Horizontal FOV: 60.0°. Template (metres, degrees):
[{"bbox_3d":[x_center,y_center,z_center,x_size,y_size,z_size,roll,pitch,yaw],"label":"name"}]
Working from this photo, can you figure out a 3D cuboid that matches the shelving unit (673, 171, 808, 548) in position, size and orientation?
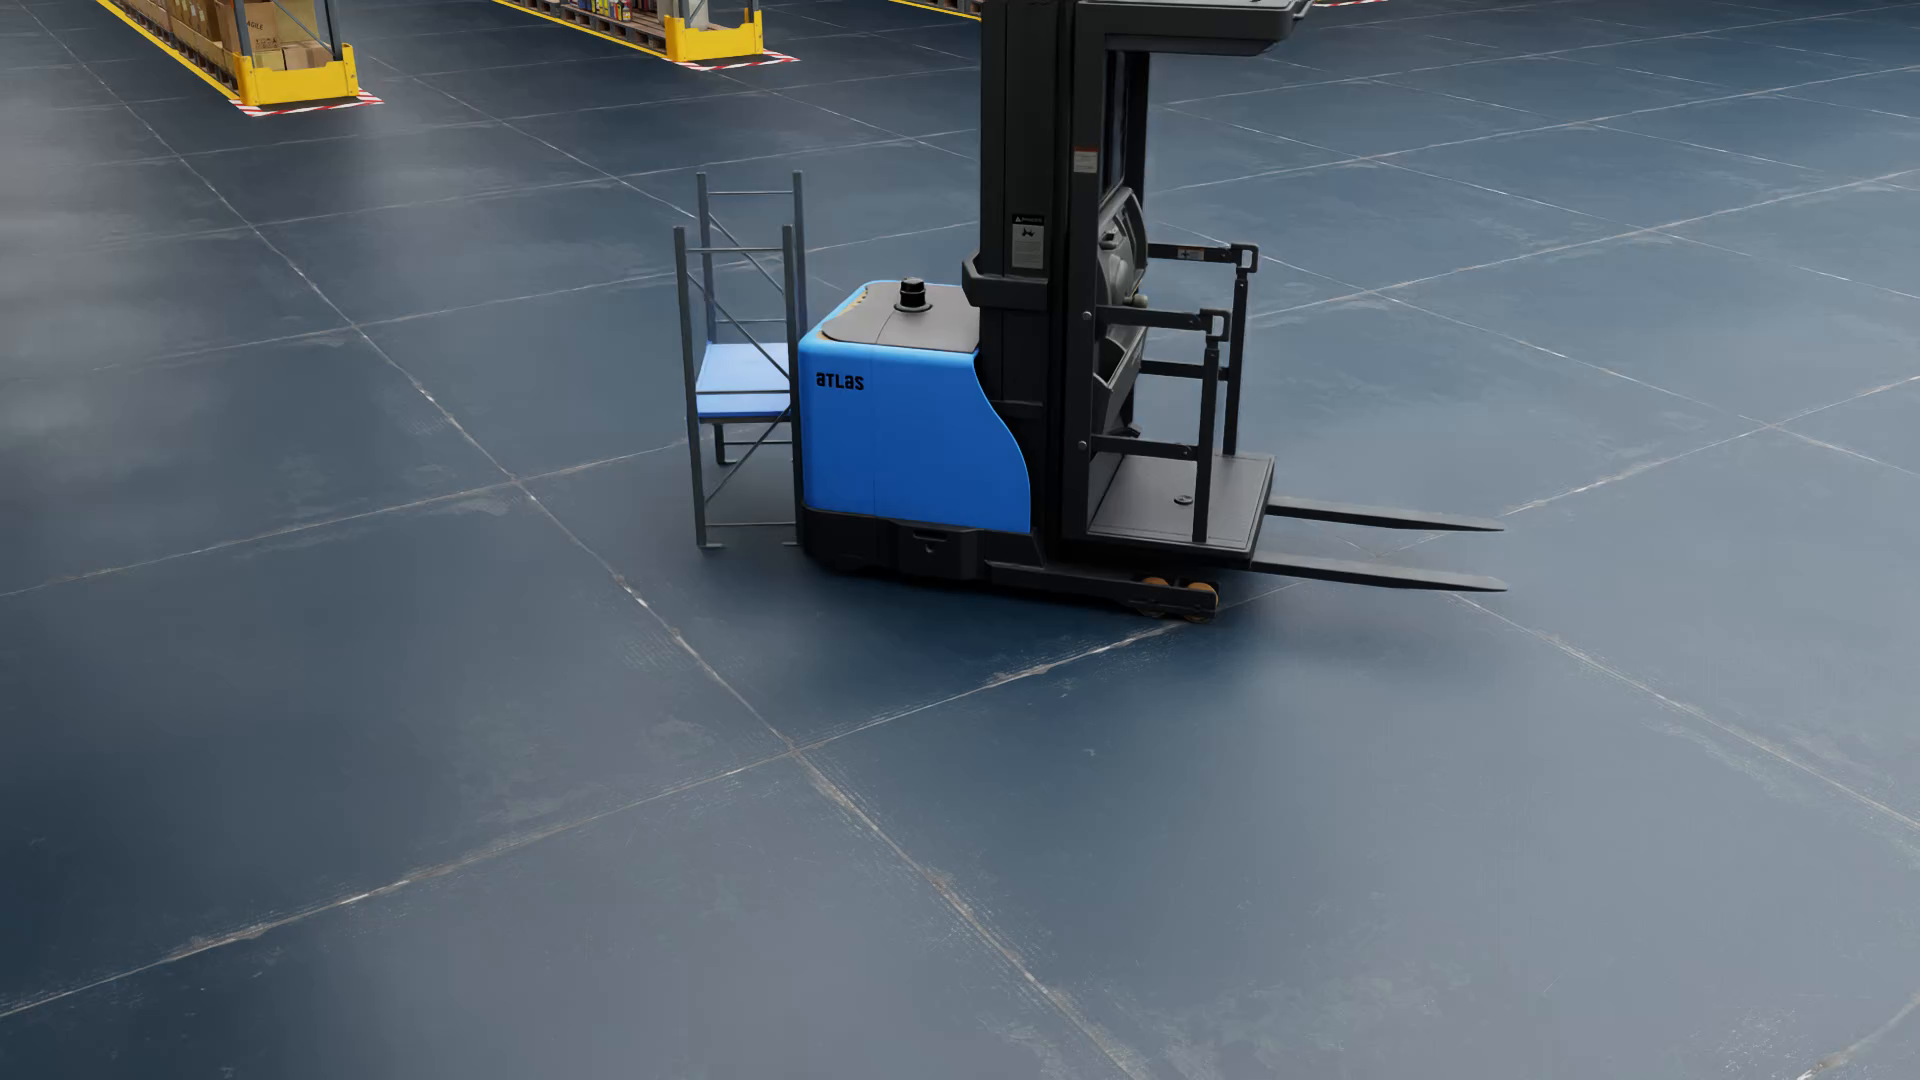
[{"bbox_3d":[-0.986,-0.869,7.834,0.538,1.500,1.048,-1,25,-2],"label":"shelving unit"}]

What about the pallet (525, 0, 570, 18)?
[{"bbox_3d":[-5.535,-7.673,23.756,1.003,0.211,1.213,-16,29,-30],"label":"pallet"}]

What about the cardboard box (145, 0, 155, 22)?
[{"bbox_3d":[-10.250,-6.900,21.582,0.500,0.250,0.500,-15,29,-28],"label":"cardboard box"}]

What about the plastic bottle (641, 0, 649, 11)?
[{"bbox_3d":[-4.204,-7.201,22.157,0.061,0.283,0.133,-16,29,-30],"label":"plastic bottle"}]

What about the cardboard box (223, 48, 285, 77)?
[{"bbox_3d":[-7.583,-5.148,17.870,0.500,0.250,0.500,-16,29,-30],"label":"cardboard box"}]

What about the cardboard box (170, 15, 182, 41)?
[{"bbox_3d":[-9.227,-6.219,20.139,0.500,0.250,0.500,-16,29,-30],"label":"cardboard box"}]

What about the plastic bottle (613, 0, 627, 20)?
[{"bbox_3d":[-4.375,-6.850,21.421,0.152,0.276,0.135,-15,29,-29],"label":"plastic bottle"}]

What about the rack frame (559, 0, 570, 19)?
[{"bbox_3d":[-5.074,-8.662,22.585,1.000,3.000,0.127,-16,29,-30],"label":"rack frame"}]

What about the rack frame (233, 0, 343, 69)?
[{"bbox_3d":[-7.043,-6.078,17.112,1.000,3.000,0.127,-16,29,-30],"label":"rack frame"}]

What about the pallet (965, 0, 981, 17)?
[{"bbox_3d":[0.804,-7.450,23.285,1.003,0.211,1.213,-16,29,-30],"label":"pallet"}]

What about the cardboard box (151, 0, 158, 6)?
[{"bbox_3d":[-9.977,-6.972,21.077,0.500,0.311,0.500,-15,29,-28],"label":"cardboard box"}]

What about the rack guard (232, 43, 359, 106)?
[{"bbox_3d":[-7.030,-4.939,17.627,1.175,0.500,0.348,-16,29,-30],"label":"rack guard"}]

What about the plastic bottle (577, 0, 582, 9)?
[{"bbox_3d":[-5.068,-7.304,22.383,0.152,0.276,0.135,-14,29,-28],"label":"plastic bottle"}]

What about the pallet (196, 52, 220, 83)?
[{"bbox_3d":[-8.157,-5.517,19.189,1.003,0.211,1.213,-16,29,-30],"label":"pallet"}]

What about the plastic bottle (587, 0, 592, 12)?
[{"bbox_3d":[-4.878,-7.210,22.097,0.144,0.351,0.185,-17,30,-32],"label":"plastic bottle"}]

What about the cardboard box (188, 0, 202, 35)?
[{"bbox_3d":[-8.415,-6.020,18.838,0.500,0.500,0.500,-16,29,-30],"label":"cardboard box"}]

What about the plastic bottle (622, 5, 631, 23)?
[{"bbox_3d":[-4.261,-6.719,21.233,0.097,0.201,0.097,0,25,0],"label":"plastic bottle"}]

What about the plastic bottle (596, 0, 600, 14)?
[{"bbox_3d":[-4.743,-7.036,21.903,0.097,0.201,0.097,0,25,0],"label":"plastic bottle"}]

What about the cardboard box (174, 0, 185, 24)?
[{"bbox_3d":[-8.956,-6.379,19.599,0.500,0.500,0.500,-16,29,-30],"label":"cardboard box"}]

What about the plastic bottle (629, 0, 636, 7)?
[{"bbox_3d":[-4.487,-7.354,22.489,0.152,0.276,0.135,-16,29,-30],"label":"plastic bottle"}]

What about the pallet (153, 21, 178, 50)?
[{"bbox_3d":[-9.661,-6.502,21.277,1.003,0.211,1.213,-16,29,-30],"label":"pallet"}]

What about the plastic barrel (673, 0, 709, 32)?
[{"bbox_3d":[-3.314,-6.514,20.457,0.421,0.512,0.421,0,25,0],"label":"plastic barrel"}]

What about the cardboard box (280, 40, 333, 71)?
[{"bbox_3d":[-7.149,-5.268,18.125,0.500,0.250,0.500,-16,29,-30],"label":"cardboard box"}]

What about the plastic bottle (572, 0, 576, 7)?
[{"bbox_3d":[-5.212,-7.343,22.554,0.097,0.201,0.097,0,25,0],"label":"plastic bottle"}]

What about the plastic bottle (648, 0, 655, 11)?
[{"bbox_3d":[-4.115,-7.223,22.212,0.152,0.276,0.135,-15,29,-29],"label":"plastic bottle"}]

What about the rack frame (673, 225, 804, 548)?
[{"bbox_3d":[-0.963,-0.652,7.375,0.500,1.500,0.032,-1,25,-2],"label":"rack frame"}]

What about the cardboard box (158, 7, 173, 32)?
[{"bbox_3d":[-9.696,-6.536,20.811,0.500,0.250,0.500,-16,30,-30],"label":"cardboard box"}]

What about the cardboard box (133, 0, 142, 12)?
[{"bbox_3d":[-10.806,-7.266,22.357,0.500,0.250,0.500,-16,30,-31],"label":"cardboard box"}]

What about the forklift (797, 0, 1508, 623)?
[{"bbox_3d":[0.868,-1.229,6.920,3.031,2.935,1.130,7,26,14],"label":"forklift"}]

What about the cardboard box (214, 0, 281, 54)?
[{"bbox_3d":[-7.585,-5.486,17.708,0.500,0.500,0.500,-16,29,-30],"label":"cardboard box"}]

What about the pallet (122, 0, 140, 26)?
[{"bbox_3d":[-10.993,-7.375,23.125,1.003,0.211,1.213,-16,29,-30],"label":"pallet"}]

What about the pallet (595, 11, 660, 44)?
[{"bbox_3d":[-4.072,-6.714,21.726,1.003,0.211,1.213,-16,29,-30],"label":"pallet"}]

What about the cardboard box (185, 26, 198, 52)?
[{"bbox_3d":[-8.690,-5.859,19.376,0.500,0.250,0.500,-16,29,-30],"label":"cardboard box"}]

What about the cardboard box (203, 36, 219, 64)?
[{"bbox_3d":[-8.141,-5.502,18.620,0.500,0.250,0.500,-16,29,-30],"label":"cardboard box"}]

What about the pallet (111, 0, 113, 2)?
[{"bbox_3d":[-12.448,-8.390,25.276,1.003,0.211,1.213,-16,29,-30],"label":"pallet"}]

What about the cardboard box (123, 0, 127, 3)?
[{"bbox_3d":[-11.370,-7.630,23.129,0.500,0.250,0.500,-16,29,-30],"label":"cardboard box"}]

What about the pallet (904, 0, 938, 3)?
[{"bbox_3d":[-0.528,-8.323,25.134,1.003,0.211,1.213,-16,29,-30],"label":"pallet"}]

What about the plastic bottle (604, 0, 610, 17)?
[{"bbox_3d":[-4.545,-6.992,21.634,0.144,0.351,0.185,-14,29,-27],"label":"plastic bottle"}]
